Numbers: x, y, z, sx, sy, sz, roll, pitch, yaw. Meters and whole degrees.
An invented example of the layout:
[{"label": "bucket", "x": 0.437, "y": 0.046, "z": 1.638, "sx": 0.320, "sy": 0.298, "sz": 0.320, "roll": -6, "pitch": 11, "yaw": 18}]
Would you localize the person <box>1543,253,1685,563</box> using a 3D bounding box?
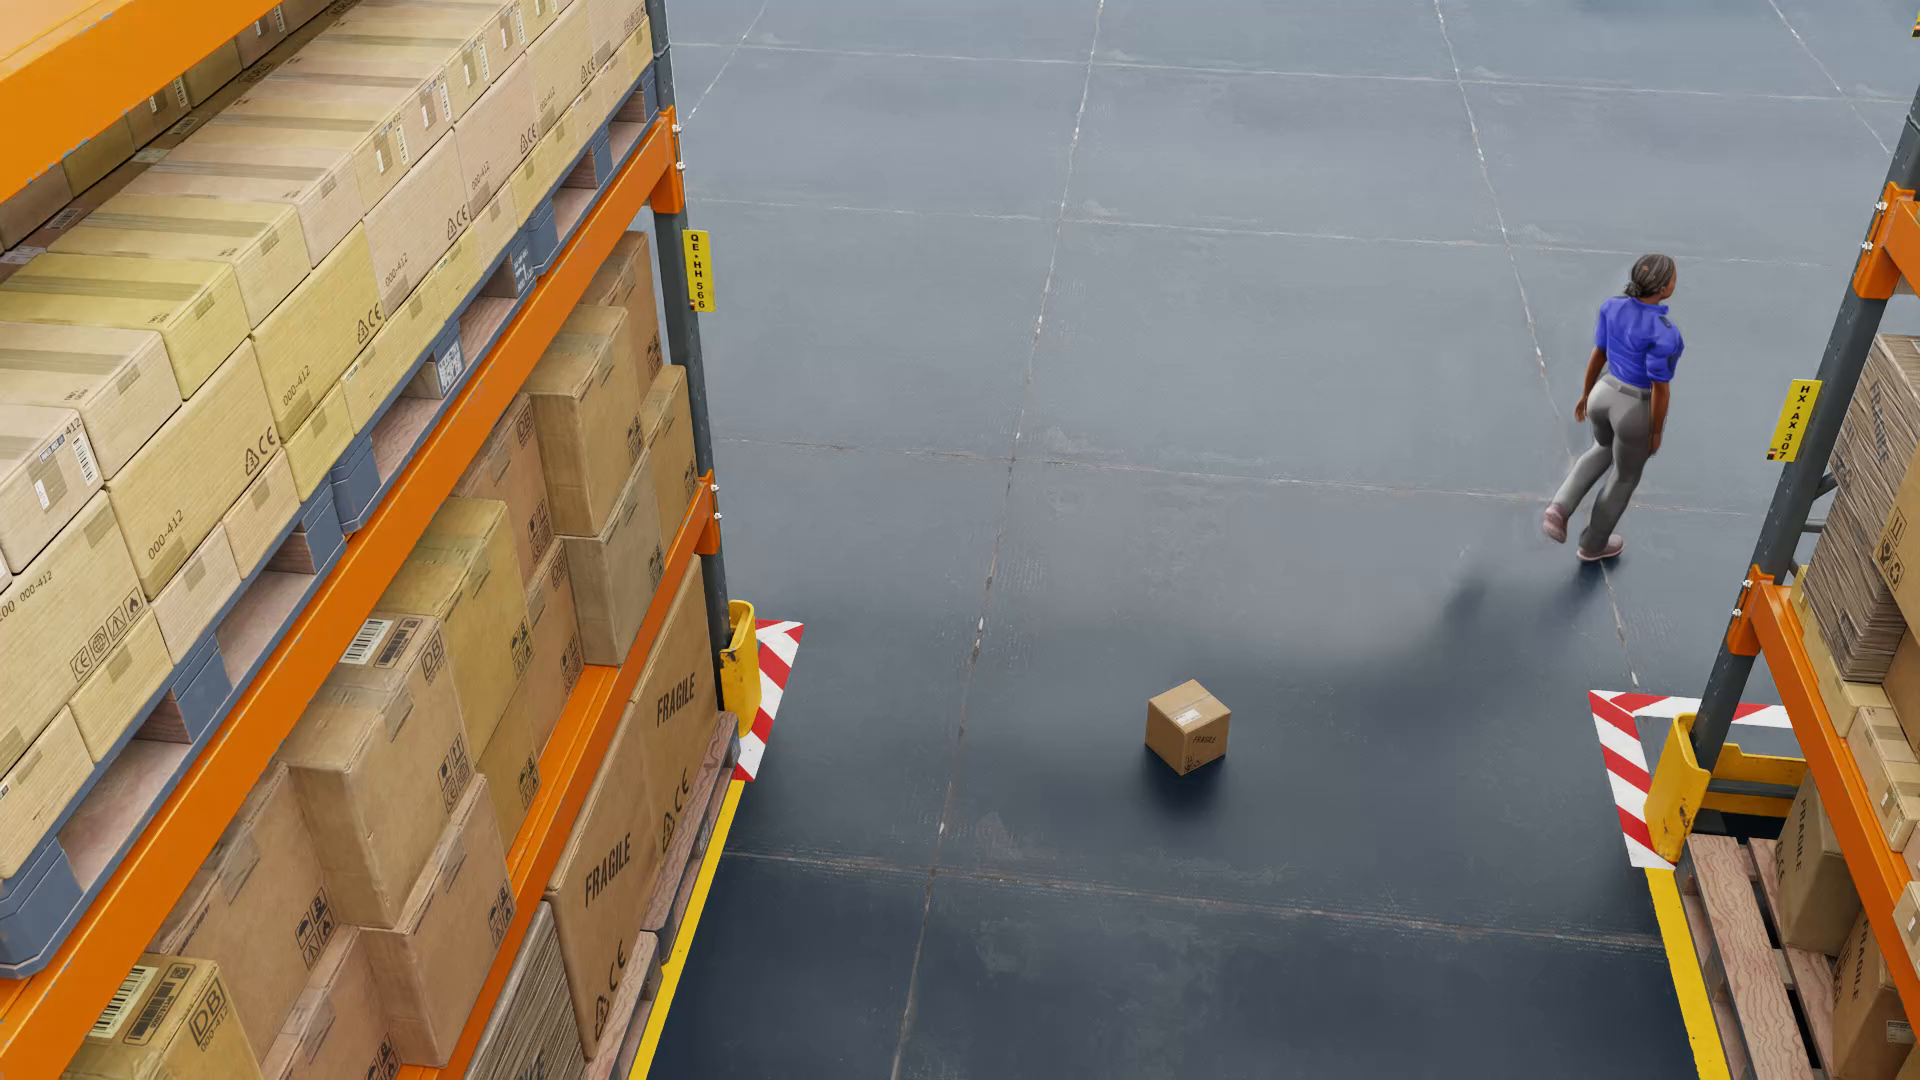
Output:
[{"label": "person", "x": 3.128, "y": -0.604, "z": 7.840, "sx": 0.475, "sy": 1.632, "sz": 0.465, "roll": -19, "pitch": 40, "yaw": -24}]
